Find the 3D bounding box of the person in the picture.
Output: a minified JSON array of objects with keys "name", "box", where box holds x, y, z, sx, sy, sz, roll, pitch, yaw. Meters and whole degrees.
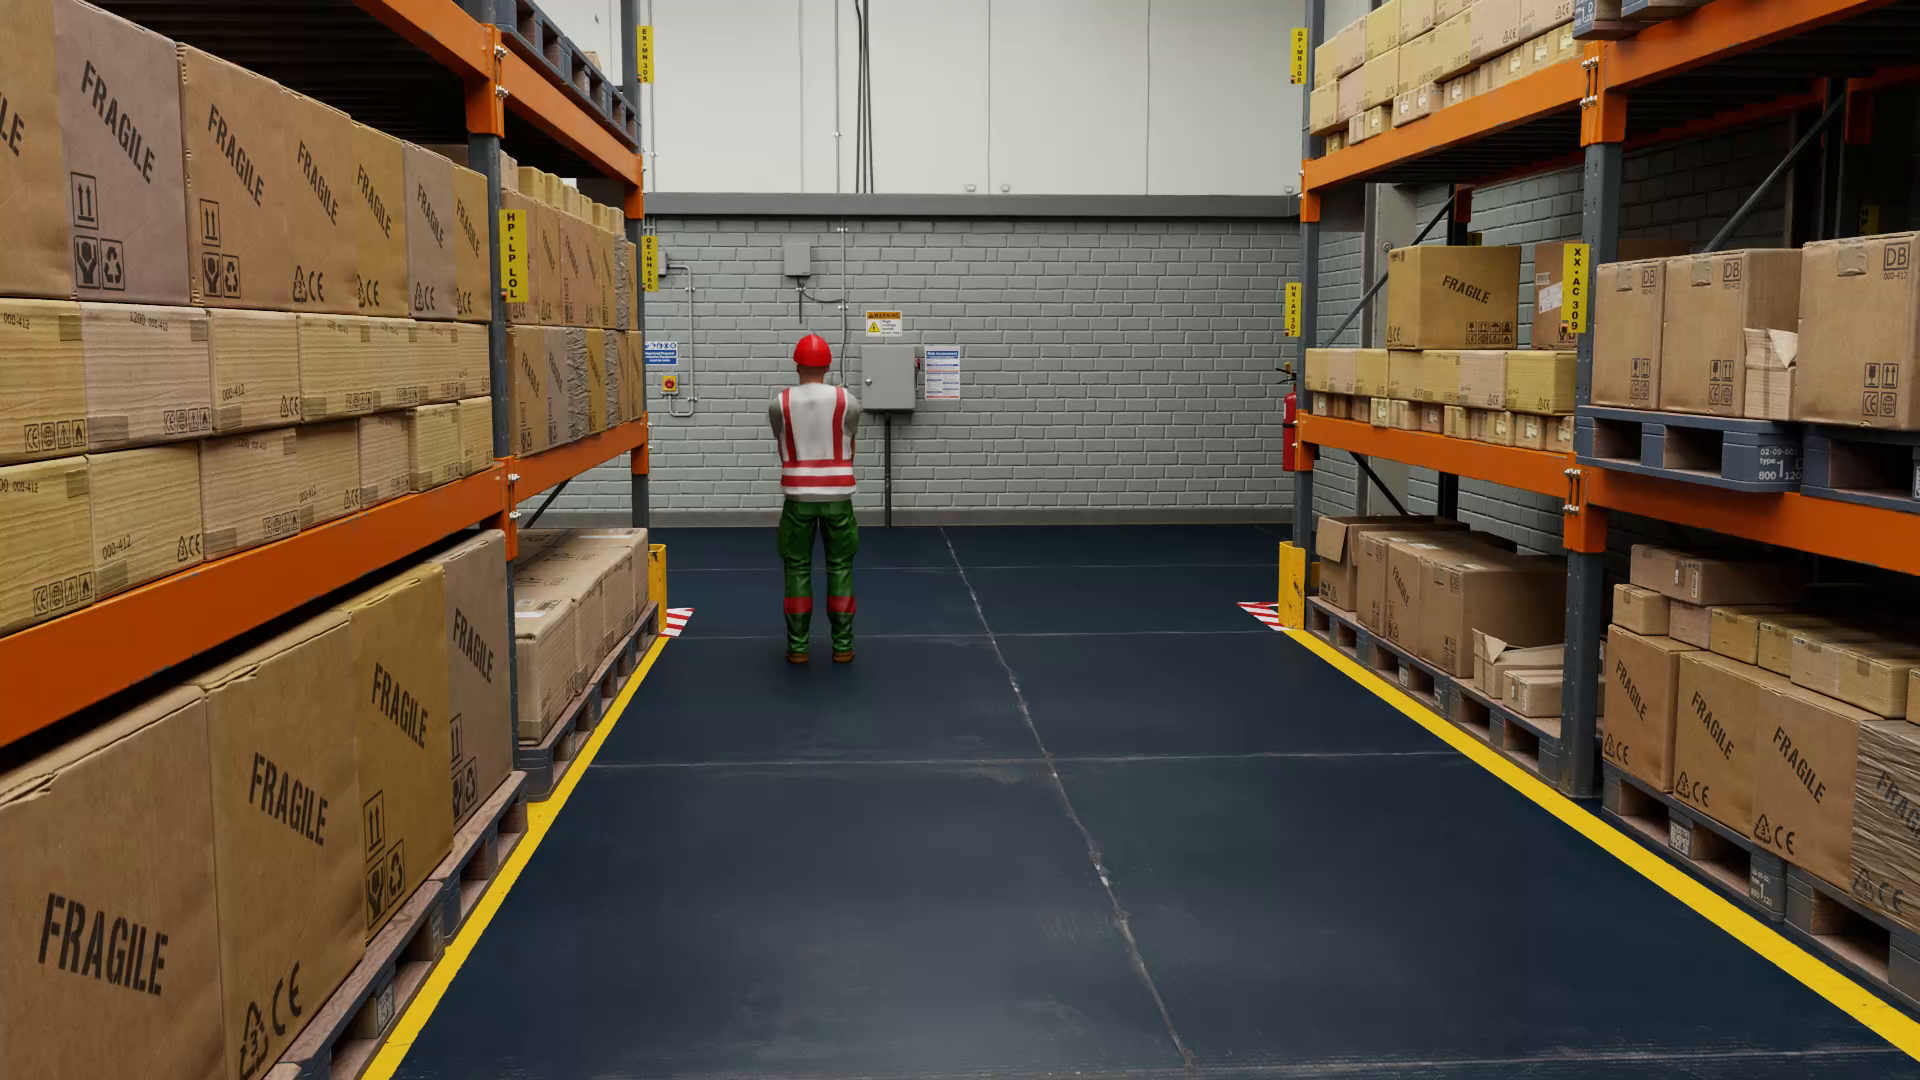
[{"name":"person","box":[-0.793,-0.234,9.137,0.494,1.782,0.569,-1,7,-4]}]
